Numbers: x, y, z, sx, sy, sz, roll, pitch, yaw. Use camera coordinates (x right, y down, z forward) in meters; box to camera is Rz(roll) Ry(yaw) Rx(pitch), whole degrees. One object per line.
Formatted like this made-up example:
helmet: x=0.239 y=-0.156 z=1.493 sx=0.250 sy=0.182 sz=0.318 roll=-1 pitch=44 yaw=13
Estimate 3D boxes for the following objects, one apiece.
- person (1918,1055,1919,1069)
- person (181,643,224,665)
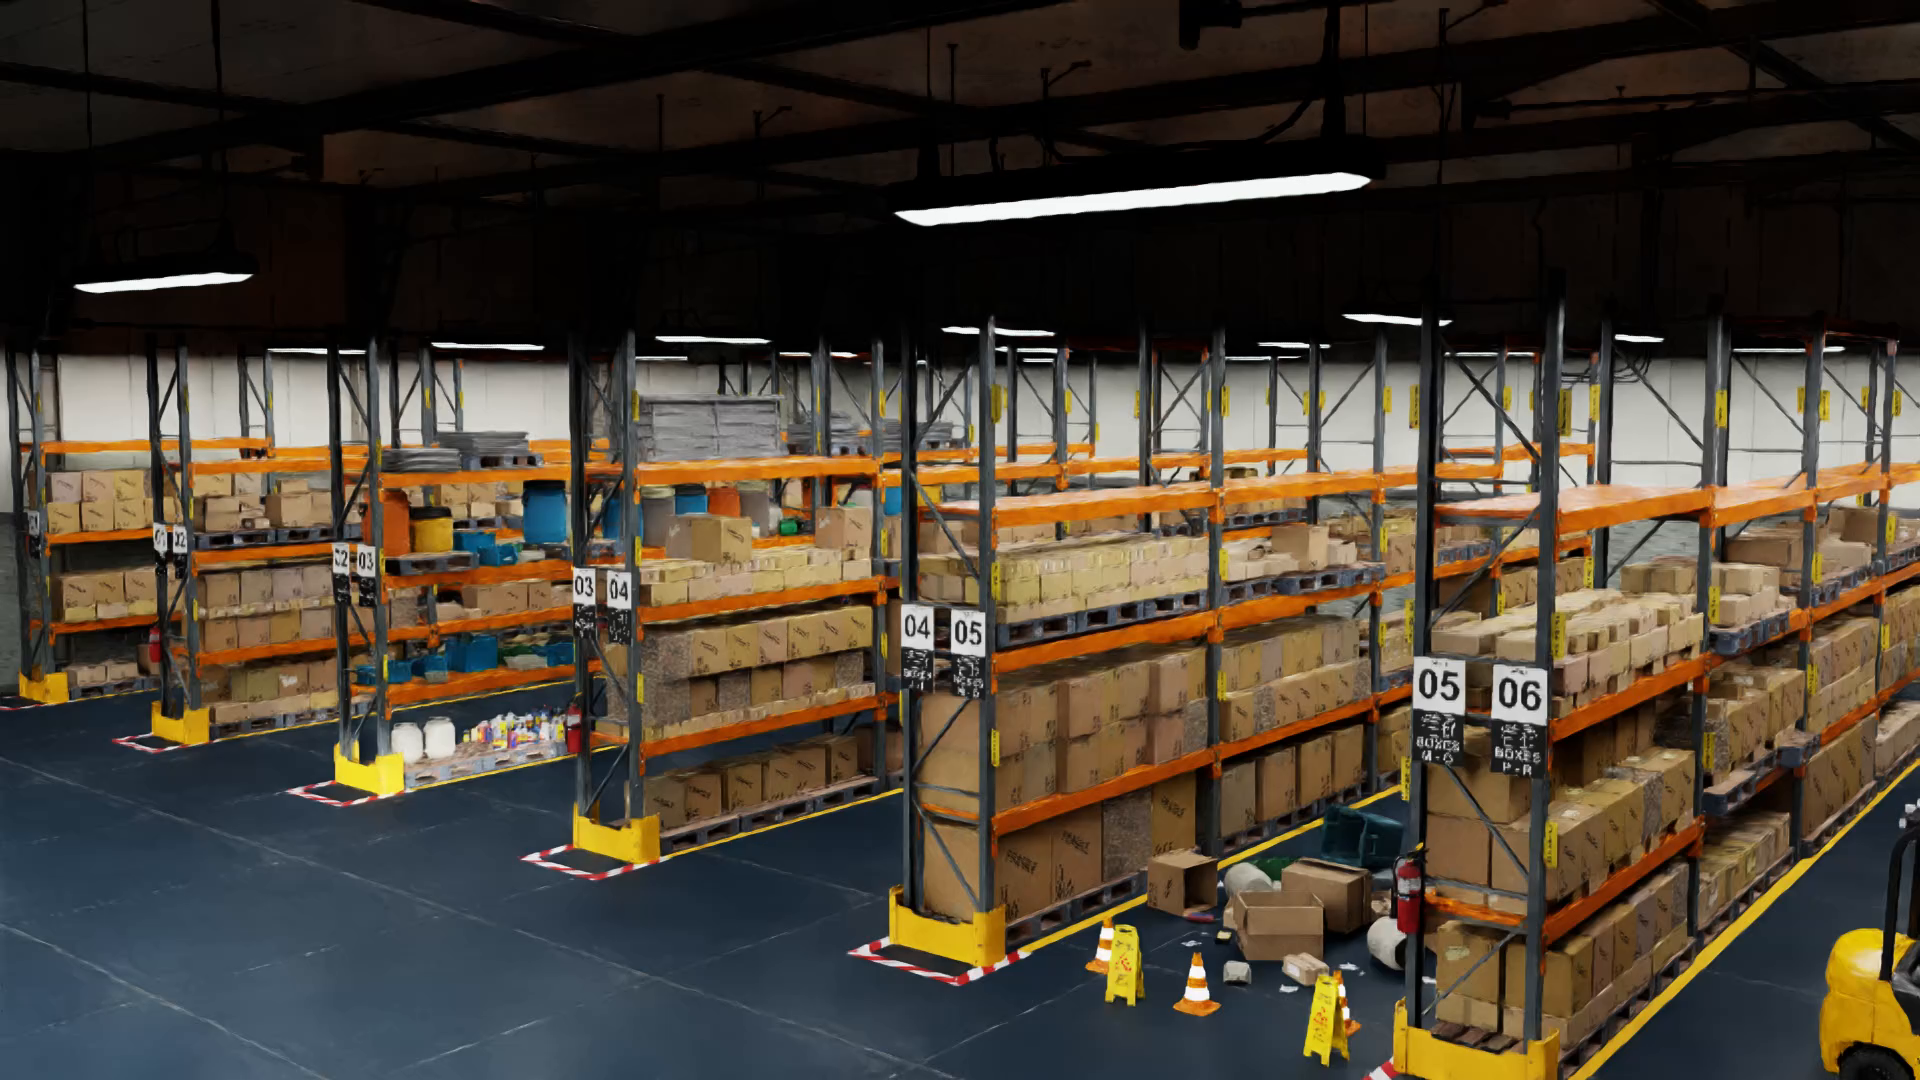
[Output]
person: x=5.909 y=3.483 z=9.805 sx=0.423 sy=1.590 sz=0.560 roll=1 pitch=5 yaw=10
person: x=-12.309 y=1.889 z=27.175 sx=0.682 sy=1.661 sz=0.837 roll=2 pitch=6 yaw=22
